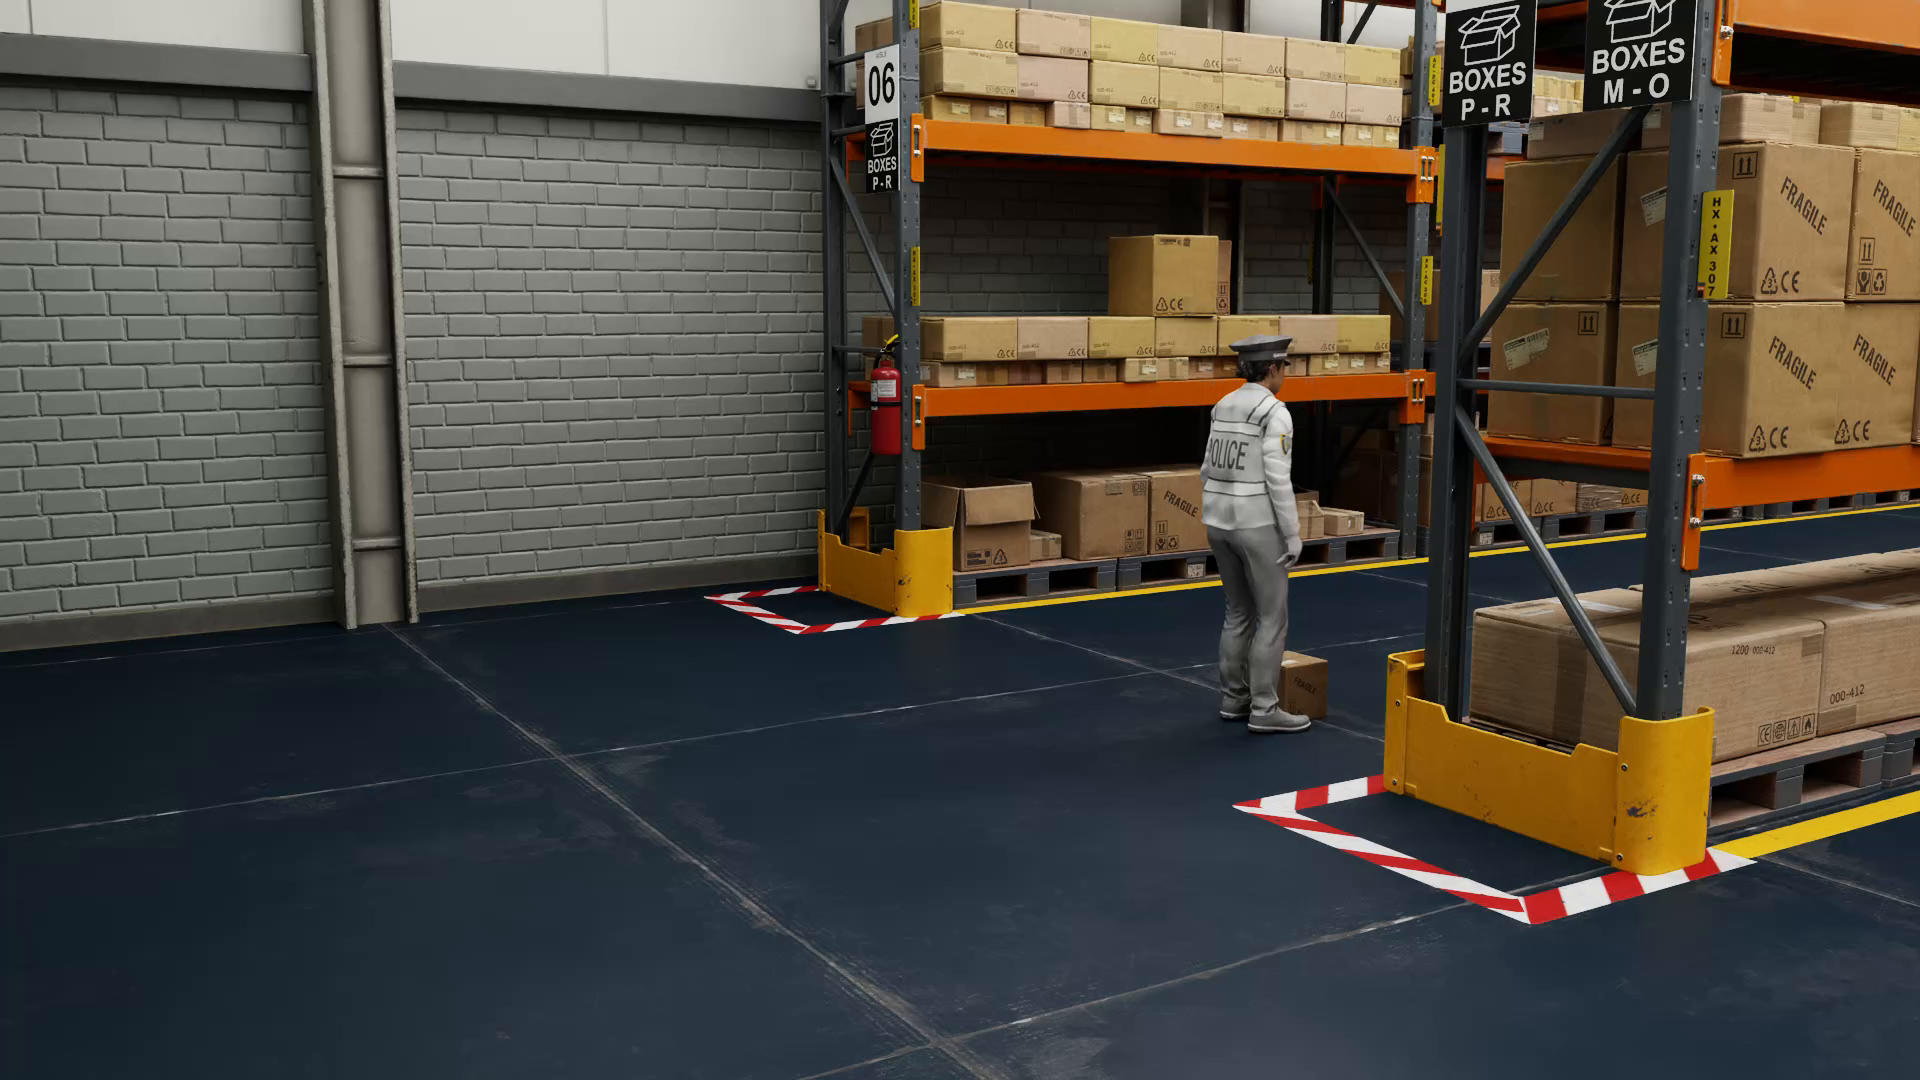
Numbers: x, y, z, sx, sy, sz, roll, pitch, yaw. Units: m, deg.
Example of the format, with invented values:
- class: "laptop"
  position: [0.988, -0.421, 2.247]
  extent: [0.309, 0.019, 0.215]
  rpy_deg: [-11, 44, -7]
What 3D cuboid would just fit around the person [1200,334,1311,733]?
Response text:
- class: "person"
  position: [1.249, -0.037, 7.071]
  extent: [0.404, 1.664, 0.530]
  rpy_deg: [-5, 10, -30]
